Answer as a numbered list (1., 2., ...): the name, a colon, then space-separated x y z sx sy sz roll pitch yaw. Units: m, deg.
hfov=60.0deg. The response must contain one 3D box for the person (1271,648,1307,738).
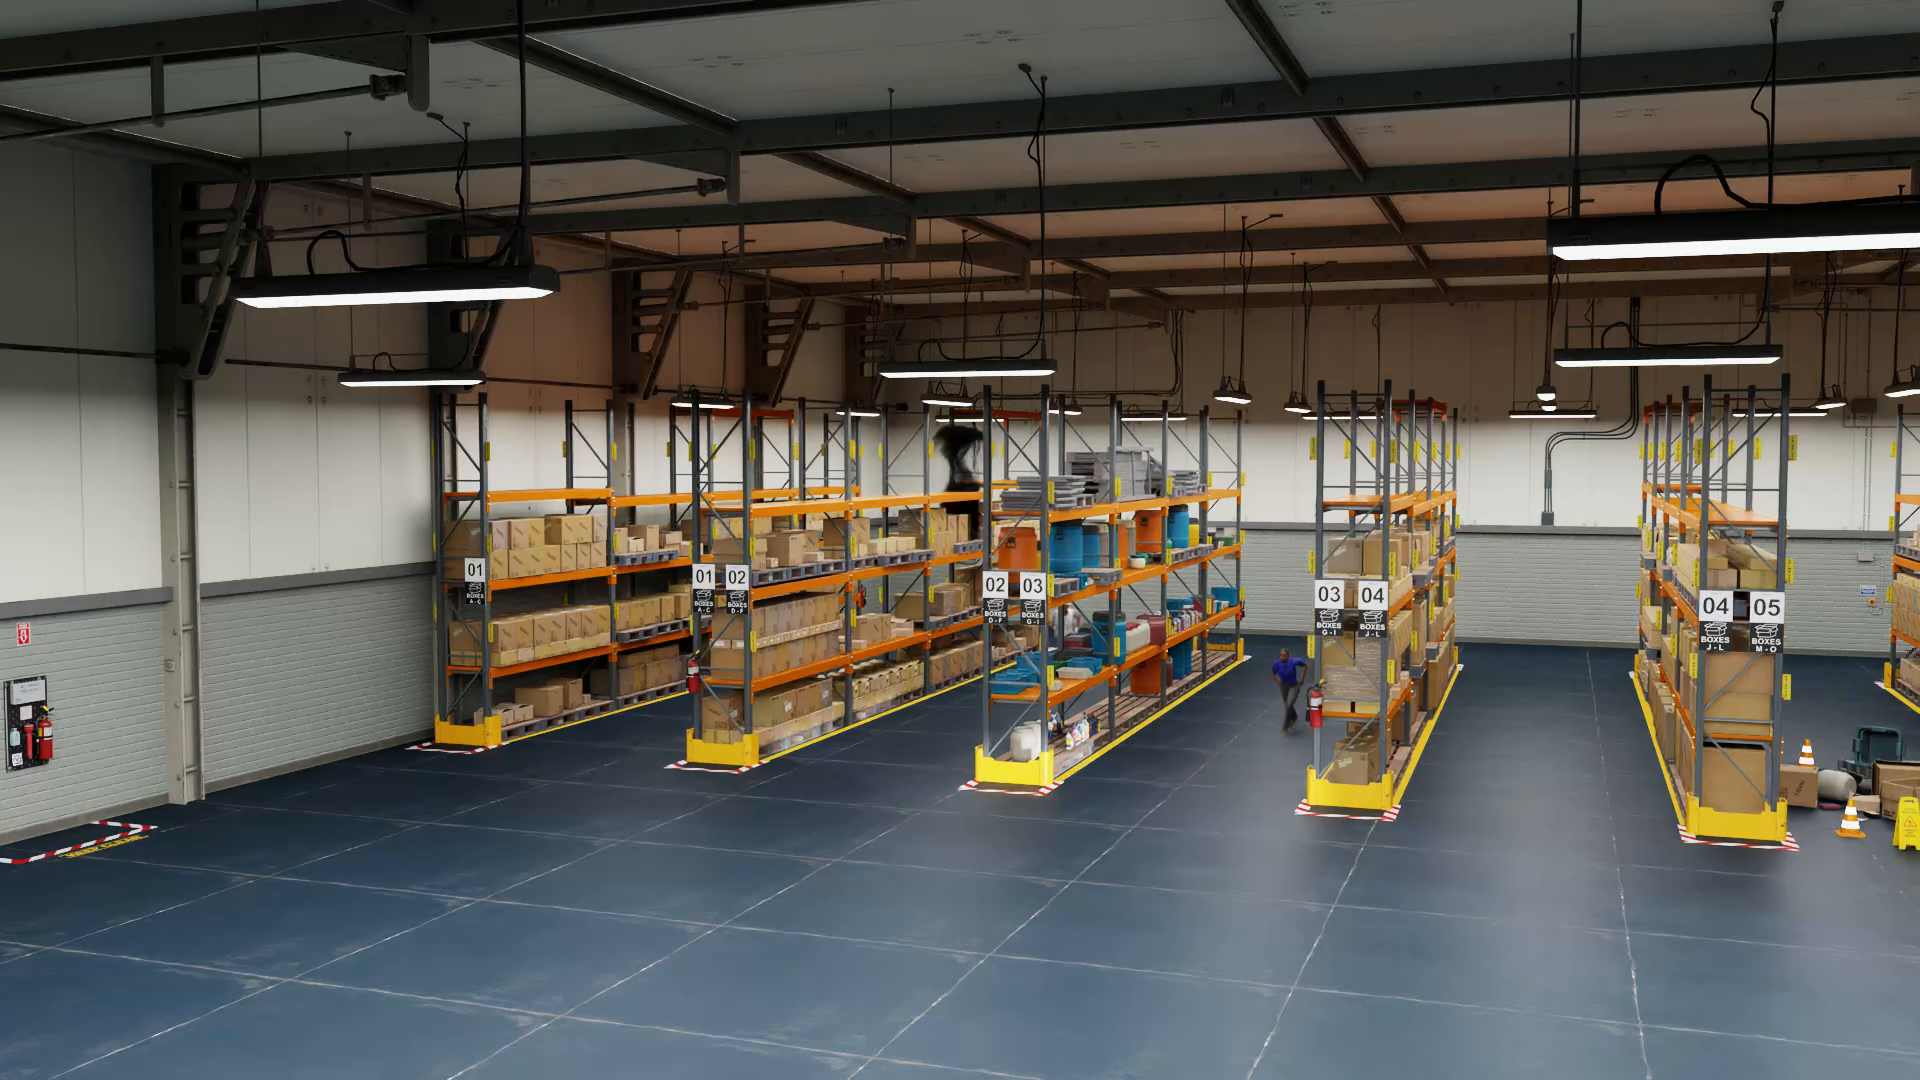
1. person: 5.857 2.672 29.469 0.615 1.617 0.965 1 3 25

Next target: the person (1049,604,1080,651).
1. person: 2.294 2.170 36.778 0.670 1.778 1.117 1 3 13

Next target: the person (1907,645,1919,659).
1. person: 20.900 2.220 36.053 0.724 1.824 0.668 -2 4 -39
